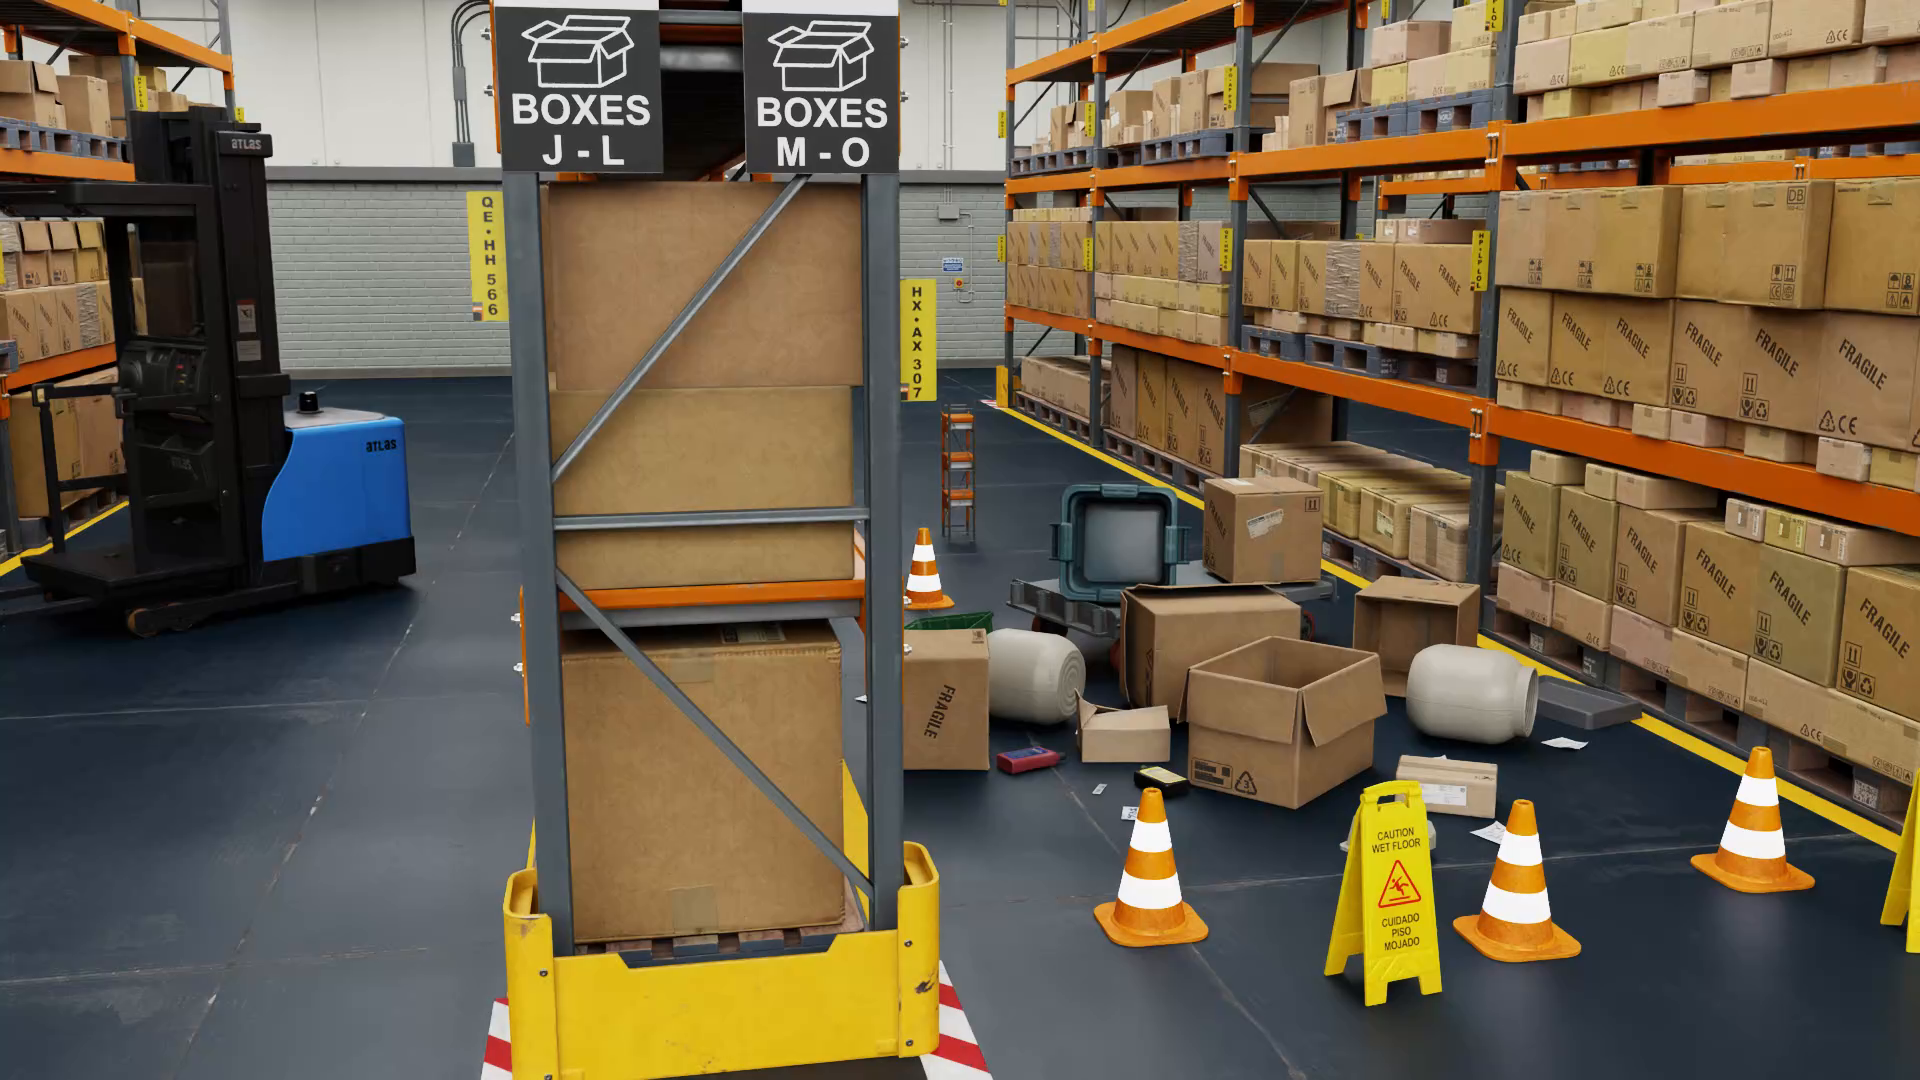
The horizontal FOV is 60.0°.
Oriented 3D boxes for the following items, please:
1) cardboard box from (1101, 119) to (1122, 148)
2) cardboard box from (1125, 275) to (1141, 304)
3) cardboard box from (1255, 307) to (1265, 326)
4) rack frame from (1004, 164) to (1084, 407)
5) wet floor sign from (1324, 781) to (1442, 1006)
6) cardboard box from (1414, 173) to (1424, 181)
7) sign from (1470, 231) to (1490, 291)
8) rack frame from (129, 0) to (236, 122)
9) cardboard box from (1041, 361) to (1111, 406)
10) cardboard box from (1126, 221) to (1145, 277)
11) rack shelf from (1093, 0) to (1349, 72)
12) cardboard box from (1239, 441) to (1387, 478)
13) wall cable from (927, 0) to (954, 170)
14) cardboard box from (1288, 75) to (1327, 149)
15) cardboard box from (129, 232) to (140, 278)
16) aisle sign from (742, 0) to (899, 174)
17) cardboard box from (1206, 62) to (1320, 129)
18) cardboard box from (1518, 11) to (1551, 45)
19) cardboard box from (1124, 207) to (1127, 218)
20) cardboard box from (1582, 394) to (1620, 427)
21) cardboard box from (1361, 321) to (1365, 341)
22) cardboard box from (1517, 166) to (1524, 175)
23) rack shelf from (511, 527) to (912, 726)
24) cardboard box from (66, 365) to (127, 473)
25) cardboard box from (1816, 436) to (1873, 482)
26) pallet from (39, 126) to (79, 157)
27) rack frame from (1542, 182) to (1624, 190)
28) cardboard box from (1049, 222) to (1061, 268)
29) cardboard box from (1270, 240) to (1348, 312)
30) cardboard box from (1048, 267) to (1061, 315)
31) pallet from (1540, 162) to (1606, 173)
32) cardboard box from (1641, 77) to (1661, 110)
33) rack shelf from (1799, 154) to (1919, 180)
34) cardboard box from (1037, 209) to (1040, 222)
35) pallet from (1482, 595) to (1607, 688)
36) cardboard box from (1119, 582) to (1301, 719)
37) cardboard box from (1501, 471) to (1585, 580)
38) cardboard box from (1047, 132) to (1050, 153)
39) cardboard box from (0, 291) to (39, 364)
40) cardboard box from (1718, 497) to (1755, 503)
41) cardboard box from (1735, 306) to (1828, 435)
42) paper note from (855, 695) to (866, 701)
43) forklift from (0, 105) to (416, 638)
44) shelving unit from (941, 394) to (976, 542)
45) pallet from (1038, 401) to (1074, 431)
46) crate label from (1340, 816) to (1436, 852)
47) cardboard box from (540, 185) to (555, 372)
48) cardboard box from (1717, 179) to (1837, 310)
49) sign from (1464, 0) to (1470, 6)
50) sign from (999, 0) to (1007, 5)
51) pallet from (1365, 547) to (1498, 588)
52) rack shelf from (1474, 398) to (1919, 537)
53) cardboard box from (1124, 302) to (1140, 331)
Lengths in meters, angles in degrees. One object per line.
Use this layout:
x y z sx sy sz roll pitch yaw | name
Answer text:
1.597 -3.961 16.199 0.396 0.266 0.258 -2 11 -12 | cardboard box
1.853 -2.345 15.556 0.500 0.250 0.500 -2 11 -10 | cardboard box
2.502 -1.735 12.836 0.380 0.149 0.250 -3 11 -14 | cardboard box
1.065 -3.185 20.910 1.000 3.000 0.127 -2 11 -11 | rack frame
1.289 1.038 5.019 0.267 0.644 0.232 -4 12 -21 | wet floor sign
5.824 -4.506 20.495 0.380 0.149 0.250 -2 11 -10 | cardboard box
2.855 -1.532 9.129 0.100 0.325 0.005 -2 11 -11 | sign
-8.656 -5.772 18.455 1.000 3.000 0.127 -2 11 -11 | rack frame
1.478 -1.848 19.613 0.875 0.438 0.875 -2 11 -9 | cardboard box
1.868 -2.716 15.505 0.500 0.500 0.500 -2 11 -12 | cardboard box
2.232 -4.482 14.672 1.077 0.370 4.000 -2 11 -11 | rack shelf
2.721 -0.530 12.861 0.950 0.372 0.625 -3 11 -15 | cardboard box
-0.318 -7.165 25.776 0.463 3.000 0.029 -2 11 -11 | wall cable
2.795 -3.067 11.996 0.700 0.500 0.500 -2 11 -11 | cardboard box
-7.720 -2.629 15.588 0.500 0.500 0.500 -2 11 -11 | cardboard box
-0.351 -1.327 4.195 0.394 0.787 0.004 -2 11 -11 | aisle sign
2.400 -3.512 13.206 0.797 0.503 0.637 -3 11 -15 | cardboard box
3.140 -2.657 8.649 0.380 0.149 0.250 -2 11 -12 | cardboard box
1.526 -3.408 17.403 0.380 0.149 0.250 -2 11 -10 | cardboard box
3.341 -0.653 8.277 0.380 0.149 0.250 -2 11 -9 | cardboard box
2.893 -1.391 11.033 0.380 0.149 0.250 -3 11 -13 | cardboard box
6.307 -4.083 18.277 0.380 0.149 0.250 -2 11 -11 | cardboard box
-1.048 -0.066 6.443 1.077 0.370 4.000 -2 11 -11 | rack shelf
-7.559 -0.973 13.848 1.225 0.875 0.875 -3 11 -13 | cardboard box
3.628 -0.325 6.551 0.380 0.149 0.250 -2 11 -10 | cardboard box
-7.497 -3.060 12.732 1.003 0.211 1.213 -2 11 -8 | pallet
6.711 -2.633 18.007 1.000 3.000 0.127 -2 11 -11 | rack frame
1.281 -3.255 18.334 0.500 0.500 0.500 -2 11 -10 | cardboard box
2.590 -1.933 12.146 0.500 0.500 0.500 -2 11 -8 | cardboard box
1.284 -2.762 18.420 0.500 0.500 0.500 -2 11 -12 | cardboard box
6.769 -3.892 17.103 1.213 0.211 1.003 -2 11 -11 | pallet
3.422 -2.080 7.753 0.380 0.149 0.250 -2 11 -13 | cardboard box
7.878 -2.653 12.012 1.077 0.370 4.000 -2 11 -11 | rack shelf
1.100 -3.731 19.098 0.380 0.149 0.250 -2 11 -10 | cardboard box
3.564 0.507 8.967 1.003 0.211 1.213 -2 11 -11 | pallet
1.162 0.508 7.821 0.797 0.637 0.503 -2 11 -11 | cardboard box
3.249 -0.090 8.874 0.500 0.500 0.500 -2 11 -8 | cardboard box
1.307 -4.594 19.137 0.500 0.311 0.500 -2 11 -10 | cardboard box
-6.927 -1.506 11.818 0.500 0.500 0.500 -2 11 -9 | cardboard box
3.978 0.077 7.994 0.500 0.500 0.500 -2 11 -8 | cardboard box
3.614 -0.720 6.891 0.500 0.500 0.500 -2 11 -11 | cardboard box
-0.418 0.763 8.106 0.142 0.020 0.147 9 14 38 | paper note
-4.800 -0.996 9.588 1.130 2.935 3.031 8 13 37 | forklift
-0.010 -0.526 12.150 0.215 1.050 0.252 -2 11 -11 | shelving unit
1.531 -1.448 19.242 1.003 0.211 1.213 -2 11 -11 | pallet
1.591 1.084 6.134 0.250 0.136 0.298 -9 14 -40 | crate label
-0.891 -0.823 5.211 0.875 0.550 0.550 -2 11 -11 | cardboard box
3.572 -1.206 6.773 0.700 0.500 0.500 -2 11 -12 | cardboard box
6.482 -6.867 21.285 0.100 0.325 0.005 -2 11 -11 | sign
0.519 -6.650 20.147 0.100 0.325 0.005 -2 11 -11 | sign
3.246 0.243 10.357 1.003 0.211 1.213 -2 11 -11 | pallet
3.788 -0.264 7.487 1.077 0.370 4.000 -2 11 -11 | rack shelf
1.856 -2.098 15.600 0.500 0.250 0.500 -2 11 -11 | cardboard box
